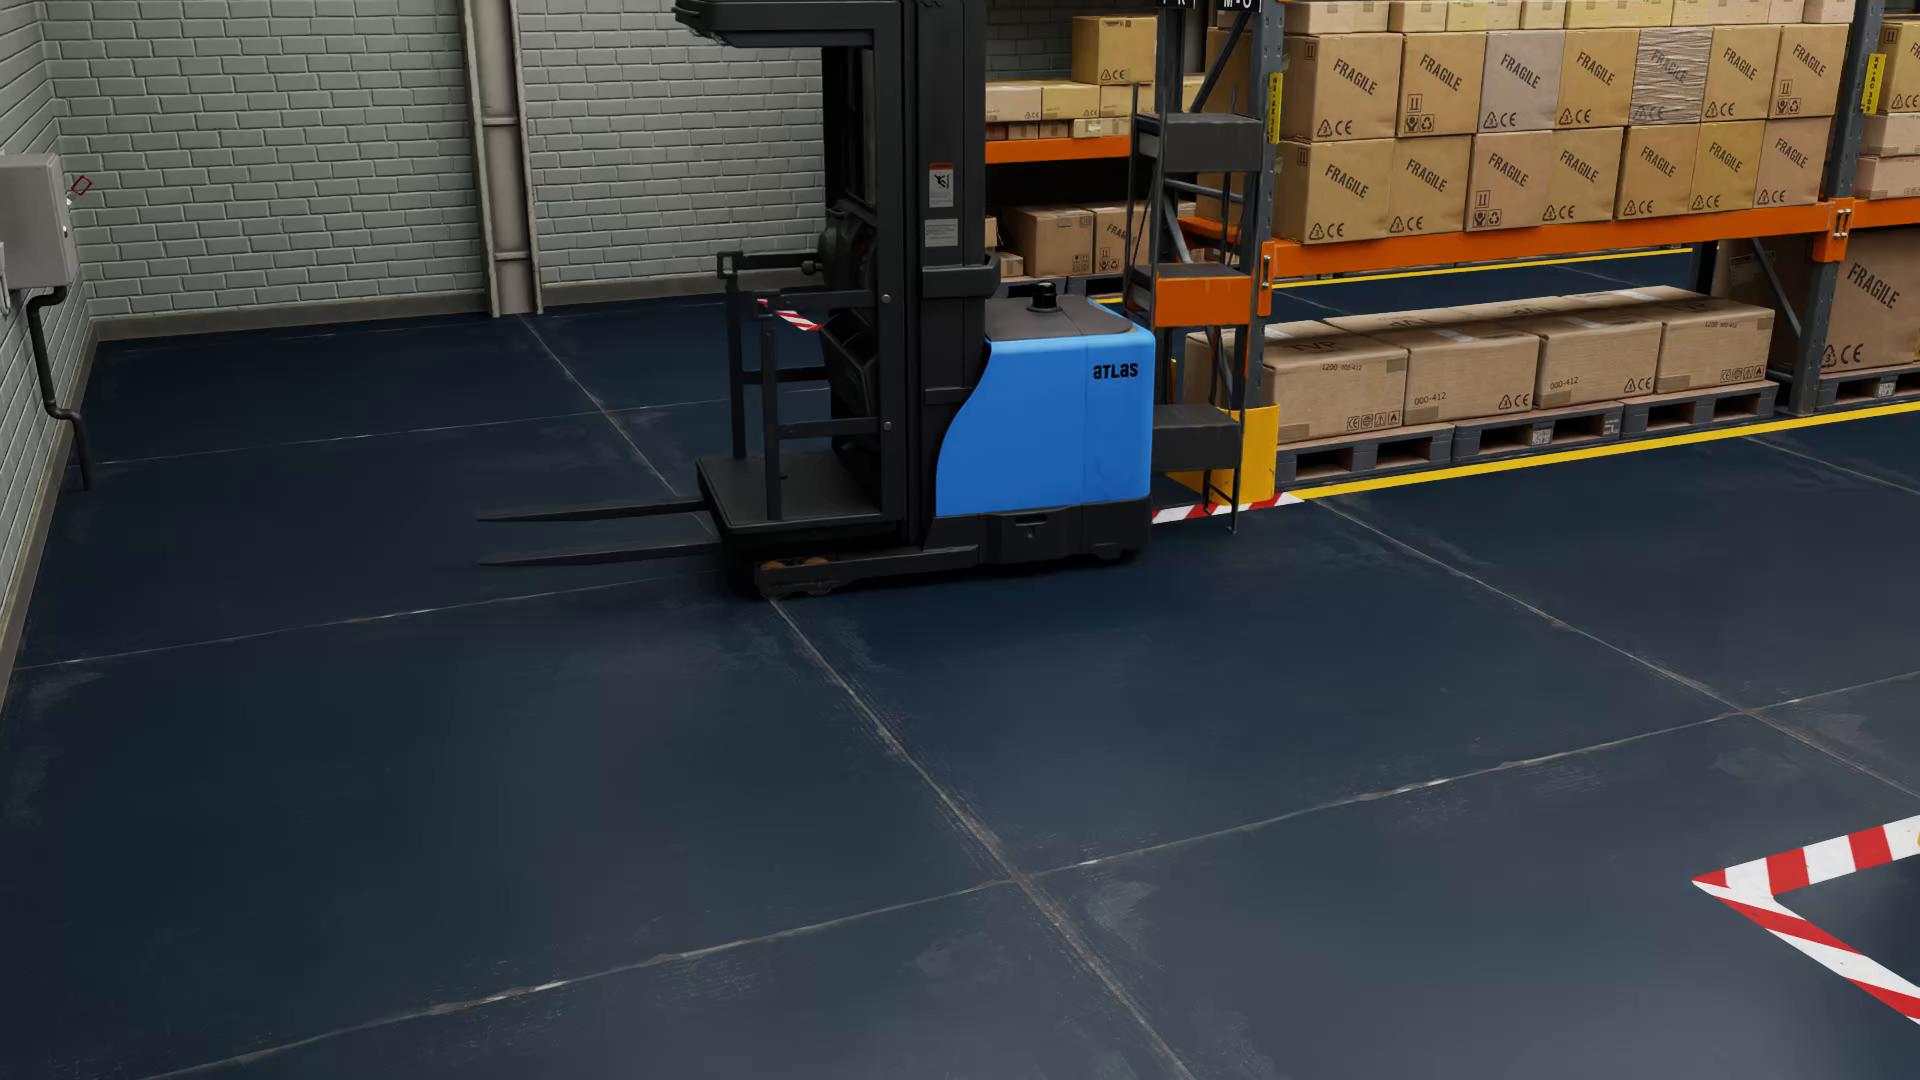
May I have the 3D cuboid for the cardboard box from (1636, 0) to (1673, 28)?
[{"bbox_3d":[3.602,-2.850,8.968,0.250,0.149,0.380,-9,21,-23],"label":"cardboard box"}]

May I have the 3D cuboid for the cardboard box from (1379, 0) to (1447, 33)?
[{"bbox_3d":[2.217,-2.628,8.337,0.250,0.149,0.380,-7,21,-20],"label":"cardboard box"}]

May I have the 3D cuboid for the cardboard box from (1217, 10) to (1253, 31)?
[{"bbox_3d":[1.535,-2.719,8.595,0.250,0.149,0.380,-8,21,-21],"label":"cardboard box"}]

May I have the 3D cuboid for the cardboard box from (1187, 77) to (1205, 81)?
[{"bbox_3d":[2.163,-3.683,13.744,0.500,0.250,0.500,-8,21,-22],"label":"cardboard box"}]

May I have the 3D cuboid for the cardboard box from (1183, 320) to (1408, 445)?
[{"bbox_3d":[1.852,-0.893,9.267,0.875,0.438,0.875,-9,21,-24],"label":"cardboard box"}]

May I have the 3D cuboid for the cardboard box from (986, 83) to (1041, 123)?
[{"bbox_3d":[0.302,-3.413,12.975,0.500,0.250,0.500,-8,21,-21],"label":"cardboard box"}]

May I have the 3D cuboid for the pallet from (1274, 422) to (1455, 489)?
[{"bbox_3d":[1.988,-0.600,9.407,1.213,0.211,1.003,-8,21,-22],"label":"pallet"}]

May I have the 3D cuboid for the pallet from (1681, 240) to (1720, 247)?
[{"bbox_3d":[7.433,-3.133,16.601,1.213,0.211,1.003,-8,21,-22],"label":"pallet"}]

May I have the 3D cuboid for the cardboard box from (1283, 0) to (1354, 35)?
[{"bbox_3d":[1.721,-2.573,8.180,0.250,0.149,0.380,-8,21,-21],"label":"cardboard box"}]

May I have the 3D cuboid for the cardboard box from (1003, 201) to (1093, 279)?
[{"bbox_3d":[0.715,-2.470,13.653,0.500,0.500,0.700,-7,21,-20],"label":"cardboard box"}]

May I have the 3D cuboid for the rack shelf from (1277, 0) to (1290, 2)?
[{"bbox_3d":[3.122,-3.125,8.946,4.000,0.370,1.077,-8,21,-22],"label":"rack shelf"}]

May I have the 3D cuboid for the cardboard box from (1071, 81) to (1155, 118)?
[{"bbox_3d":[1.227,-3.554,13.377,0.500,0.250,0.500,-9,21,-23],"label":"cardboard box"}]

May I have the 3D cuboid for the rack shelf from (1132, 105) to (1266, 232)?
[{"bbox_3d":[1.084,-1.717,7.656,0.480,0.518,0.431,-4,20,-14],"label":"rack shelf"}]

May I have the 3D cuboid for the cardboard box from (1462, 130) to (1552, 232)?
[{"bbox_3d":[2.767,-1.945,8.879,0.500,0.500,0.500,-8,21,-22],"label":"cardboard box"}]

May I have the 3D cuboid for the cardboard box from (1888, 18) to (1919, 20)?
[{"bbox_3d":[5.932,-2.876,10.019,0.500,0.500,0.500,-8,21,-22],"label":"cardboard box"}]

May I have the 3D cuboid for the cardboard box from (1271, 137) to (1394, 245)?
[{"bbox_3d":[1.840,-1.809,8.492,0.500,0.500,0.500,-8,21,-22],"label":"cardboard box"}]

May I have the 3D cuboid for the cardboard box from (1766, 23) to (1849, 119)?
[{"bbox_3d":[4.634,-2.685,9.474,0.500,0.500,0.500,-8,21,-22],"label":"cardboard box"}]

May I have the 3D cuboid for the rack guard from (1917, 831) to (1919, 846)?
[{"bbox_3d":[3.408,0.879,4.772,0.348,0.500,1.175,-8,21,-22],"label":"rack guard"}]

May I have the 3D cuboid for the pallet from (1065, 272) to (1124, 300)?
[{"bbox_3d":[1.236,-2.258,14.118,1.213,0.211,1.003,-8,21,-22],"label":"pallet"}]

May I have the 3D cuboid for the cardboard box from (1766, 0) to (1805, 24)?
[{"bbox_3d":[4.516,-2.998,9.387,0.250,0.149,0.380,-8,21,-21],"label":"cardboard box"}]

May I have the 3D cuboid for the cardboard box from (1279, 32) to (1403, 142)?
[{"bbox_3d":[1.839,-2.281,8.328,0.500,0.500,0.500,-9,21,-23],"label":"cardboard box"}]

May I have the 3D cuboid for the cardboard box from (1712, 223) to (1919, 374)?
[{"bbox_3d":[5.496,-1.614,10.656,0.875,0.875,0.875,-7,21,-20],"label":"cardboard box"}]

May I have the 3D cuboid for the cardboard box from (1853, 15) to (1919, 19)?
[{"bbox_3d":[5.741,-3.037,10.474,0.500,0.500,0.500,-8,21,-21],"label":"cardboard box"}]

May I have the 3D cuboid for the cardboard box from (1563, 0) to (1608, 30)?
[{"bbox_3d":[3.161,-2.764,8.723,0.250,0.149,0.380,-9,21,-23],"label":"cardboard box"}]

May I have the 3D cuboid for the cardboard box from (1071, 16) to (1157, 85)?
[{"bbox_3d":[1.216,-3.897,13.223,0.500,0.500,0.500,-8,21,-21],"label":"cardboard box"}]

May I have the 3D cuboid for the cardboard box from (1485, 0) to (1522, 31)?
[{"bbox_3d":[2.672,-2.719,8.595,0.250,0.149,0.380,-8,21,-21],"label":"cardboard box"}]

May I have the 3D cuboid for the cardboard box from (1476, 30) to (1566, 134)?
[{"bbox_3d":[2.780,-2.421,8.726,0.500,0.500,0.500,-8,21,-22],"label":"cardboard box"}]

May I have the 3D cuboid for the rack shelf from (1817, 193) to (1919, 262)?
[{"bbox_3d":[6.794,-2.236,10.939,4.000,0.370,1.077,-8,21,-22],"label":"rack shelf"}]

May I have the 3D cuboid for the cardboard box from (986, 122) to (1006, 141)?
[{"bbox_3d":[0.169,-3.233,13.066,0.250,0.149,0.380,-8,21,-23],"label":"cardboard box"}]

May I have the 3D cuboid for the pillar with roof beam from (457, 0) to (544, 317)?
[{"bbox_3d":[-1.812,-4.736,7.924,0.400,9.000,9.100,-8,21,-22],"label":"pillar with roof beam"}]

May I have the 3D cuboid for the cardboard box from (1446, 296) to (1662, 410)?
[{"bbox_3d":[3.517,-1.134,9.951,0.875,0.438,0.875,-9,21,-24],"label":"cardboard box"}]

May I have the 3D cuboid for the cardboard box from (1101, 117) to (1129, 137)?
[{"bbox_3d":[1.162,-3.335,13.356,0.250,0.149,0.380,-8,21,-21],"label":"cardboard box"}]

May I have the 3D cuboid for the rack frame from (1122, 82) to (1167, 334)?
[{"bbox_3d":[0.836,-1.053,7.823,0.015,2.100,0.400,-4,20,-14],"label":"rack frame"}]

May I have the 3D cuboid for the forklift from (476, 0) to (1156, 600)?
[{"bbox_3d":[-0.682,-1.314,7.341,3.031,2.935,1.130,-5,20,-15],"label":"forklift"}]

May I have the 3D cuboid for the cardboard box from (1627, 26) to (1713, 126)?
[{"bbox_3d":[3.701,-2.551,9.093,0.500,0.500,0.500,-8,21,-21],"label":"cardboard box"}]

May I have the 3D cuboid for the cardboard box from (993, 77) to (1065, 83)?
[{"bbox_3d":[0.563,-3.641,13.625,0.500,0.250,0.500,-7,21,-20],"label":"cardboard box"}]

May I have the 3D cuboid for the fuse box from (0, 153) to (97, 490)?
[{"bbox_3d":[-4.581,-1.089,8.539,0.414,1.711,0.539,-8,21,-22],"label":"fuse box"}]

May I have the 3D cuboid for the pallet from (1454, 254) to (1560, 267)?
[{"bbox_3d":[4.842,-2.790,15.629,1.213,0.211,1.003,-8,21,-22],"label":"pallet"}]

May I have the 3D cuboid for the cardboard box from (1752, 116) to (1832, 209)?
[{"bbox_3d":[4.633,-2.220,9.661,0.500,0.500,0.500,-8,21,-21],"label":"cardboard box"}]

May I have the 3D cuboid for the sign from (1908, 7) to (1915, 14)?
[{"bbox_3d":[10.113,-5.492,17.682,0.005,0.325,0.100,-8,21,-22],"label":"sign"}]

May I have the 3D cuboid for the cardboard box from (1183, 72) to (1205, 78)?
[{"bbox_3d":[1.969,-3.844,14.201,0.500,0.250,0.500,-8,21,-22],"label":"cardboard box"}]

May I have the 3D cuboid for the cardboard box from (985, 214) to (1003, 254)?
[{"bbox_3d":[-0.085,-2.371,13.367,0.637,0.503,0.797,-9,21,-24],"label":"cardboard box"}]

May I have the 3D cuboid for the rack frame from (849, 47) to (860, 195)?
[{"bbox_3d":[-0.684,-3.299,12.875,0.127,3.000,1.000,-8,21,-22],"label":"rack frame"}]

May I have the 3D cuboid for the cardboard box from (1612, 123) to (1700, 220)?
[{"bbox_3d":[3.707,-2.080,9.263,0.500,0.500,0.500,-8,21,-23],"label":"cardboard box"}]

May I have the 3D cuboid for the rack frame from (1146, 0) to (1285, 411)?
[{"bbox_3d":[1.285,-1.786,8.578,0.127,3.000,1.000,-8,21,-22],"label":"rack frame"}]

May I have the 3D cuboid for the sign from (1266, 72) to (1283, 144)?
[{"bbox_3d":[1.500,-2.062,7.938,0.005,0.325,0.100,-8,21,-22],"label":"sign"}]

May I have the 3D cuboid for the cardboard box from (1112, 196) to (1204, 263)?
[{"bbox_3d":[1.668,-2.607,14.041,0.500,0.500,0.700,-9,21,-24],"label":"cardboard box"}]

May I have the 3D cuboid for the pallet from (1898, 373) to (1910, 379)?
[{"bbox_3d":[6.759,-1.283,11.348,1.213,0.211,1.003,-8,21,-22],"label":"pallet"}]

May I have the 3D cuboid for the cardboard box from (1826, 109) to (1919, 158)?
[{"bbox_3d":[5.474,-2.449,9.934,0.500,0.250,0.500,-9,21,-23],"label":"cardboard box"}]

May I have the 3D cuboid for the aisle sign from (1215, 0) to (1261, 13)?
[{"bbox_3d":[1.334,-2.914,7.868,0.004,0.787,0.394,-8,21,-22],"label":"aisle sign"}]

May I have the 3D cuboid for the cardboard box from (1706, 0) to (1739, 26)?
[{"bbox_3d":[4.058,-2.929,9.192,0.250,0.149,0.380,-8,21,-22],"label":"cardboard box"}]

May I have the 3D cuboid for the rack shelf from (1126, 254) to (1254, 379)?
[{"bbox_3d":[1.072,-1.055,7.885,0.480,0.518,0.431,-4,20,-14],"label":"rack shelf"}]

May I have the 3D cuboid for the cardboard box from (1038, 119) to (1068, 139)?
[{"bbox_3d":[0.667,-3.284,13.211,0.250,0.149,0.380,-8,21,-21],"label":"cardboard box"}]

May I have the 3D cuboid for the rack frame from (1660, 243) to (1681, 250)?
[{"bbox_3d":[6.661,-4.351,15.864,0.127,3.000,1.000,-8,21,-22],"label":"rack frame"}]

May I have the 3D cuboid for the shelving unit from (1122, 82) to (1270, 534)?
[{"bbox_3d":[1.072,-1.068,7.881,0.503,2.100,0.431,-4,20,-14],"label":"shelving unit"}]

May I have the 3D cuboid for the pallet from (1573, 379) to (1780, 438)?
[{"bbox_3d":[4.229,-0.921,10.319,1.213,0.211,1.003,-8,21,-22],"label":"pallet"}]
